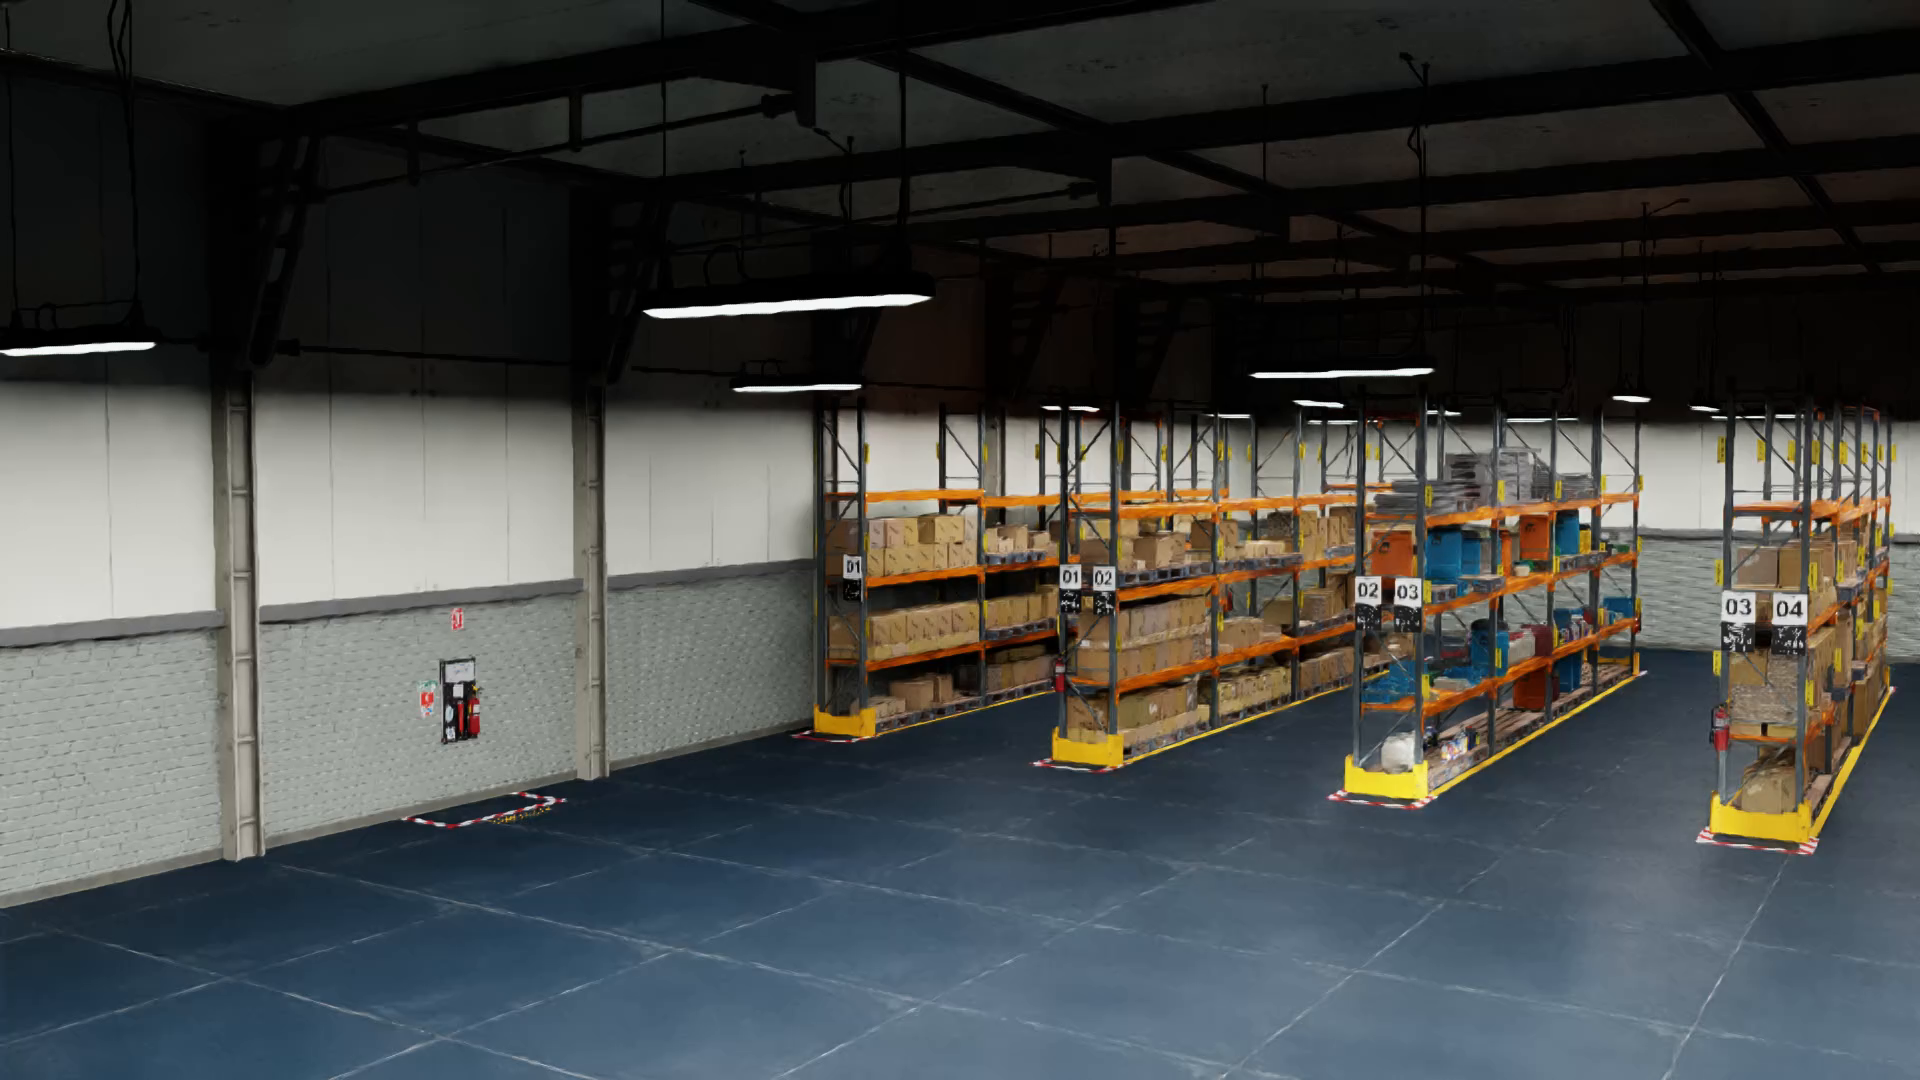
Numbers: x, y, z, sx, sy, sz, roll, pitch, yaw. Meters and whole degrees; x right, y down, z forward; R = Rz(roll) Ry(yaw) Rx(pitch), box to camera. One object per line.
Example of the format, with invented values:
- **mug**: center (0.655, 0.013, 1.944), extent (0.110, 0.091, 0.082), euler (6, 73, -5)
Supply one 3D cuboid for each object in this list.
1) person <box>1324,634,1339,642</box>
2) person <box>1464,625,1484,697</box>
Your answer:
- **person**: center (9.130, 2.035, 41.024), extent (0.469, 1.590, 1.089), euler (2, 3, 30)
- **person**: center (10.558, 2.450, 34.064), extent (0.566, 1.541, 0.519), euler (2, 3, 30)
